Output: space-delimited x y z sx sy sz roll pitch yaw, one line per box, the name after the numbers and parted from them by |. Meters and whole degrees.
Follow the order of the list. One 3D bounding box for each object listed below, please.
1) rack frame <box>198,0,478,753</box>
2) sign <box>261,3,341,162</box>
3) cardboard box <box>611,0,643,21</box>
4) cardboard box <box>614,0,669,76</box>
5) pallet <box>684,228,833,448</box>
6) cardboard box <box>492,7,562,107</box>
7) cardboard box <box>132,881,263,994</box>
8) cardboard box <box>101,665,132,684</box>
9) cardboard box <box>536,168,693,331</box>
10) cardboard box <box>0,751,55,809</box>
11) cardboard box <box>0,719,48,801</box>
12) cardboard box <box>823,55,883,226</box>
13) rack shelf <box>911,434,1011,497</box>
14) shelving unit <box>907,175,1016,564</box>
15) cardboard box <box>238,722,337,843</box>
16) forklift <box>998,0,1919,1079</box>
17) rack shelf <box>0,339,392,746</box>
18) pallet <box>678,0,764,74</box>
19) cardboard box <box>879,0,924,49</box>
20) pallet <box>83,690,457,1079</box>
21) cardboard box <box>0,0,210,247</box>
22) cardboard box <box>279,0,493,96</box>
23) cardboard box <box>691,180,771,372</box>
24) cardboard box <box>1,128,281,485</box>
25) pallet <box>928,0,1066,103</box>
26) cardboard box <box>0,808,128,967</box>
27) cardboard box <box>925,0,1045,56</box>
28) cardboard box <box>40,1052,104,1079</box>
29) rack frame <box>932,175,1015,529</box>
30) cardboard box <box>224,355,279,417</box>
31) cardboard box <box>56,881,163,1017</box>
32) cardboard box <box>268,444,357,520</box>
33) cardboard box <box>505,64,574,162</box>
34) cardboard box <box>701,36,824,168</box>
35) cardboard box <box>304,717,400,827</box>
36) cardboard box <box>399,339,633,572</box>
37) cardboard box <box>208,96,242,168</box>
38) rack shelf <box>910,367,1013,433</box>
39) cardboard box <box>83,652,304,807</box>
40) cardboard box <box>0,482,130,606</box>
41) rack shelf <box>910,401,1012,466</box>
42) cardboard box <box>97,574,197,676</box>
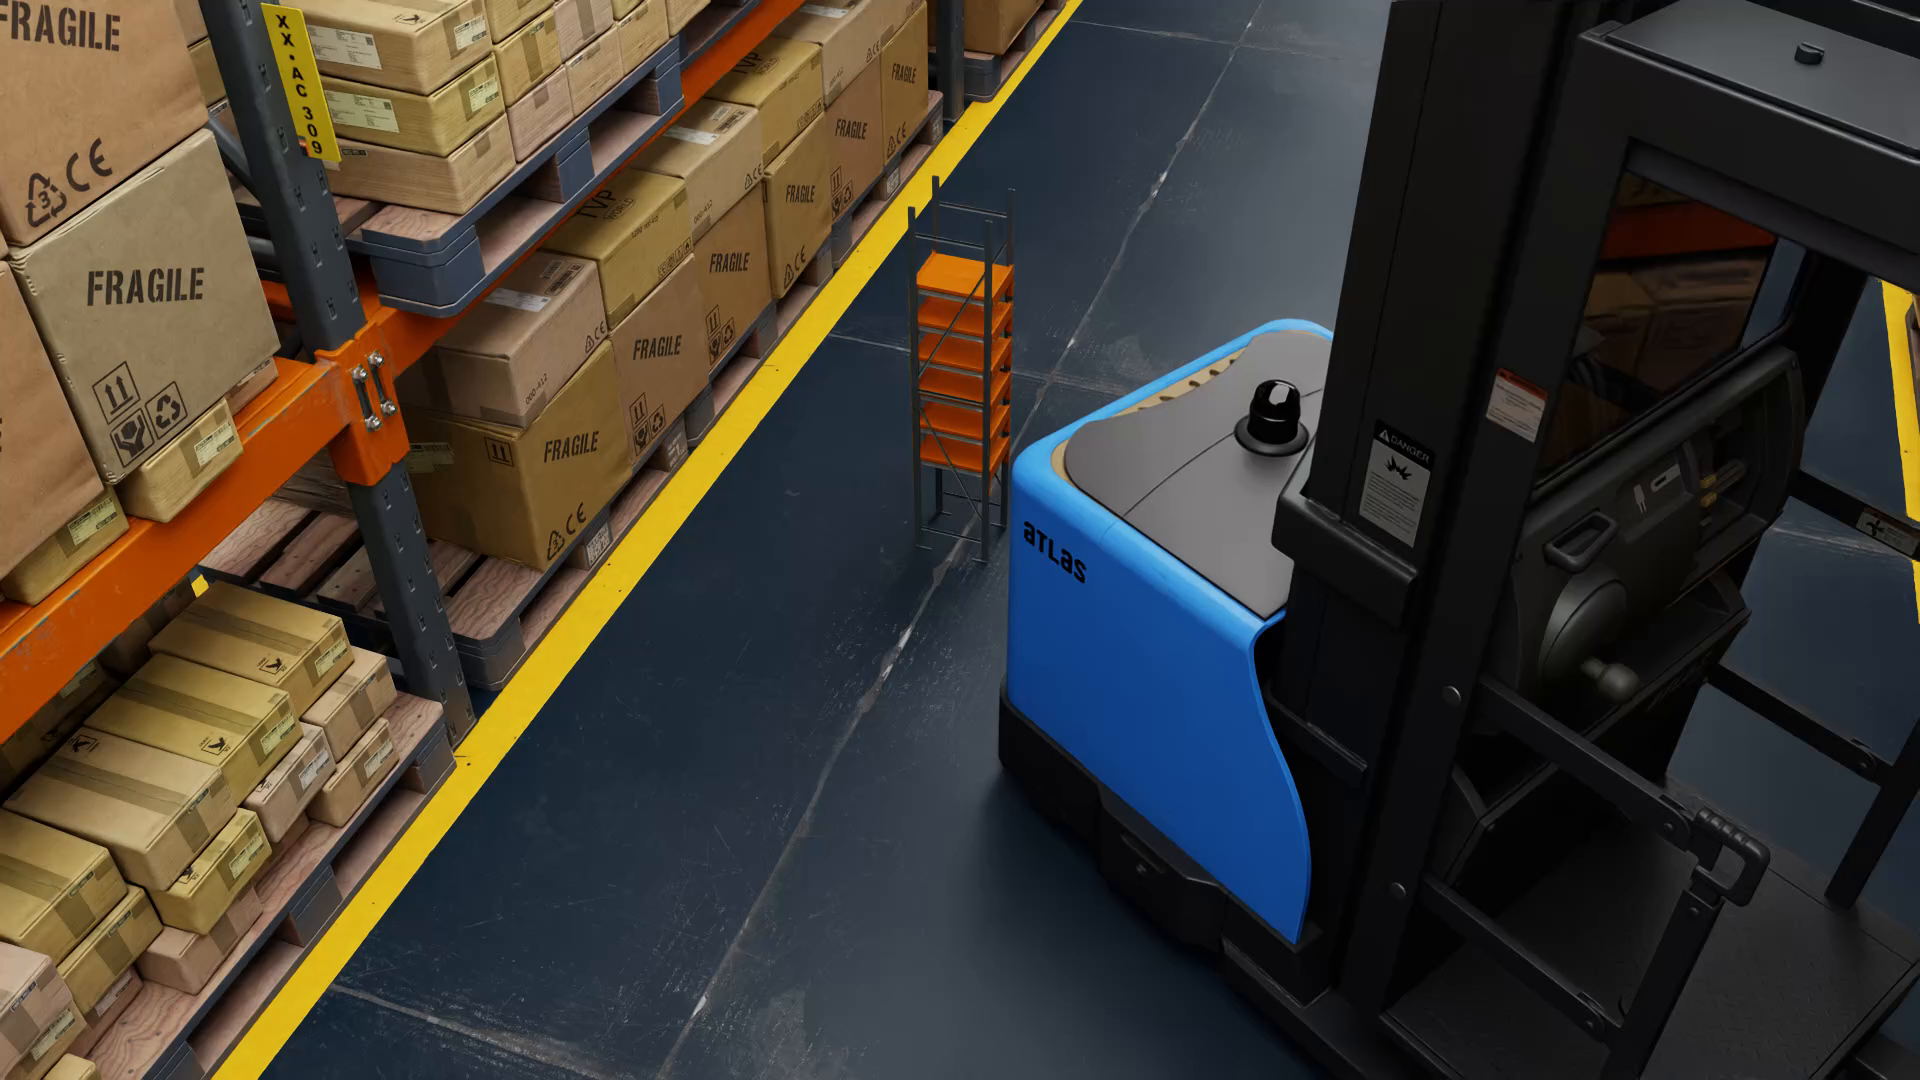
-1.839 -0.703 3.762 1.000 3.000 0.127 13 42 15 | rack frame
-1.326 -0.916 3.346 0.100 0.325 0.005 13 42 15 | sign
-1.009 -1.493 4.329 0.380 0.149 0.250 12 42 13 | cardboard box
-1.007 -1.380 4.426 0.380 0.149 0.250 14 42 16 | cardboard box
-1.159 -0.864 6.099 1.003 0.211 1.213 13 42 15 | pallet
-1.185 -1.177 3.959 0.380 0.149 0.250 13 42 14 | cardboard box
-1.850 0.852 3.813 0.380 0.149 0.250 12 42 14 | cardboard box
-2.264 0.259 4.279 0.380 0.149 0.250 15 43 17 | cardboard box
-1.158 -0.914 5.035 0.500 0.250 0.500 14 43 16 | cardboard box
-2.315 0.590 3.891 0.380 0.149 0.250 13 42 15 | cardboard box
-2.342 0.480 3.791 0.380 0.149 0.250 13 42 14 | cardboard box
-0.632 -1.576 6.388 0.500 0.500 0.500 15 43 17 | cardboard box
0.005 -0.249 5.056 0.258 0.103 0.180 13 42 15 | rack shelf
0.005 -0.465 4.871 0.258 1.200 0.189 13 42 15 | shelving unit
-1.729 0.540 3.950 0.380 0.149 0.250 11 42 13 | cardboard box
1.429 0.042 2.943 1.130 2.935 3.031 -28 48 -29 | forklift
-2.523 0.791 2.566 1.077 0.370 4.000 13 42 15 | rack shelf
-1.110 -1.853 5.258 1.003 0.211 1.213 13 42 15 | pallet
-0.459 -2.161 6.496 0.500 0.250 0.500 12 42 14 | cardboard box
-2.035 0.776 4.178 1.003 0.211 1.213 13 42 15 | pallet
-1.746 -0.887 2.902 0.500 0.500 0.500 12 42 14 | cardboard box
-1.272 -1.131 3.676 0.380 0.149 0.250 15 43 17 | cardboard box
-0.991 -0.949 5.653 0.500 0.500 0.500 14 42 16 | cardboard box
-1.739 -0.496 3.214 0.500 0.500 0.500 13 42 15 | cardboard box
-0.131 -2.546 8.071 1.003 0.211 1.213 13 42 15 | pallet
-2.007 0.730 3.498 0.380 0.149 0.250 15 43 16 | cardboard box
-0.178 -2.798 7.628 1.050 0.750 0.750 13 42 14 | cardboard box
-2.007 1.168 3.442 0.380 0.149 0.250 13 42 15 | cardboard box
0.036 -0.521 4.936 0.240 1.200 0.006 13 42 15 | rack frame
-1.717 -0.381 3.579 0.380 0.149 0.250 13 42 15 | cardboard box
-1.982 0.838 3.600 0.380 0.149 0.250 14 42 15 | cardboard box
-1.823 -0.419 5.032 0.500 0.500 0.500 13 42 14 | cardboard box
-1.183 -1.075 4.069 0.380 0.149 0.250 14 42 16 | cardboard box
-0.810 -1.544 5.773 0.500 0.250 0.500 14 42 16 | cardboard box
-1.653 0.537 4.182 0.380 0.149 0.250 14 42 16 | cardboard box
-1.337 -0.303 4.897 0.500 0.500 0.500 15 43 17 | cardboard box
-1.889 -1.053 4.043 0.380 0.149 0.250 12 42 14 | cardboard box
0.005 -0.431 4.900 0.258 0.103 0.180 13 42 15 | rack shelf
-1.766 0.435 3.843 0.380 0.149 0.250 14 42 16 | cardboard box
-1.850 -0.050 3.191 0.380 0.149 0.250 15 43 17 | cardboard box
0.005 -0.340 4.978 0.258 0.103 0.180 13 42 15 | rack shelf
-2.152 0.160 4.166 0.380 0.149 0.250 15 43 17 | cardboard box
